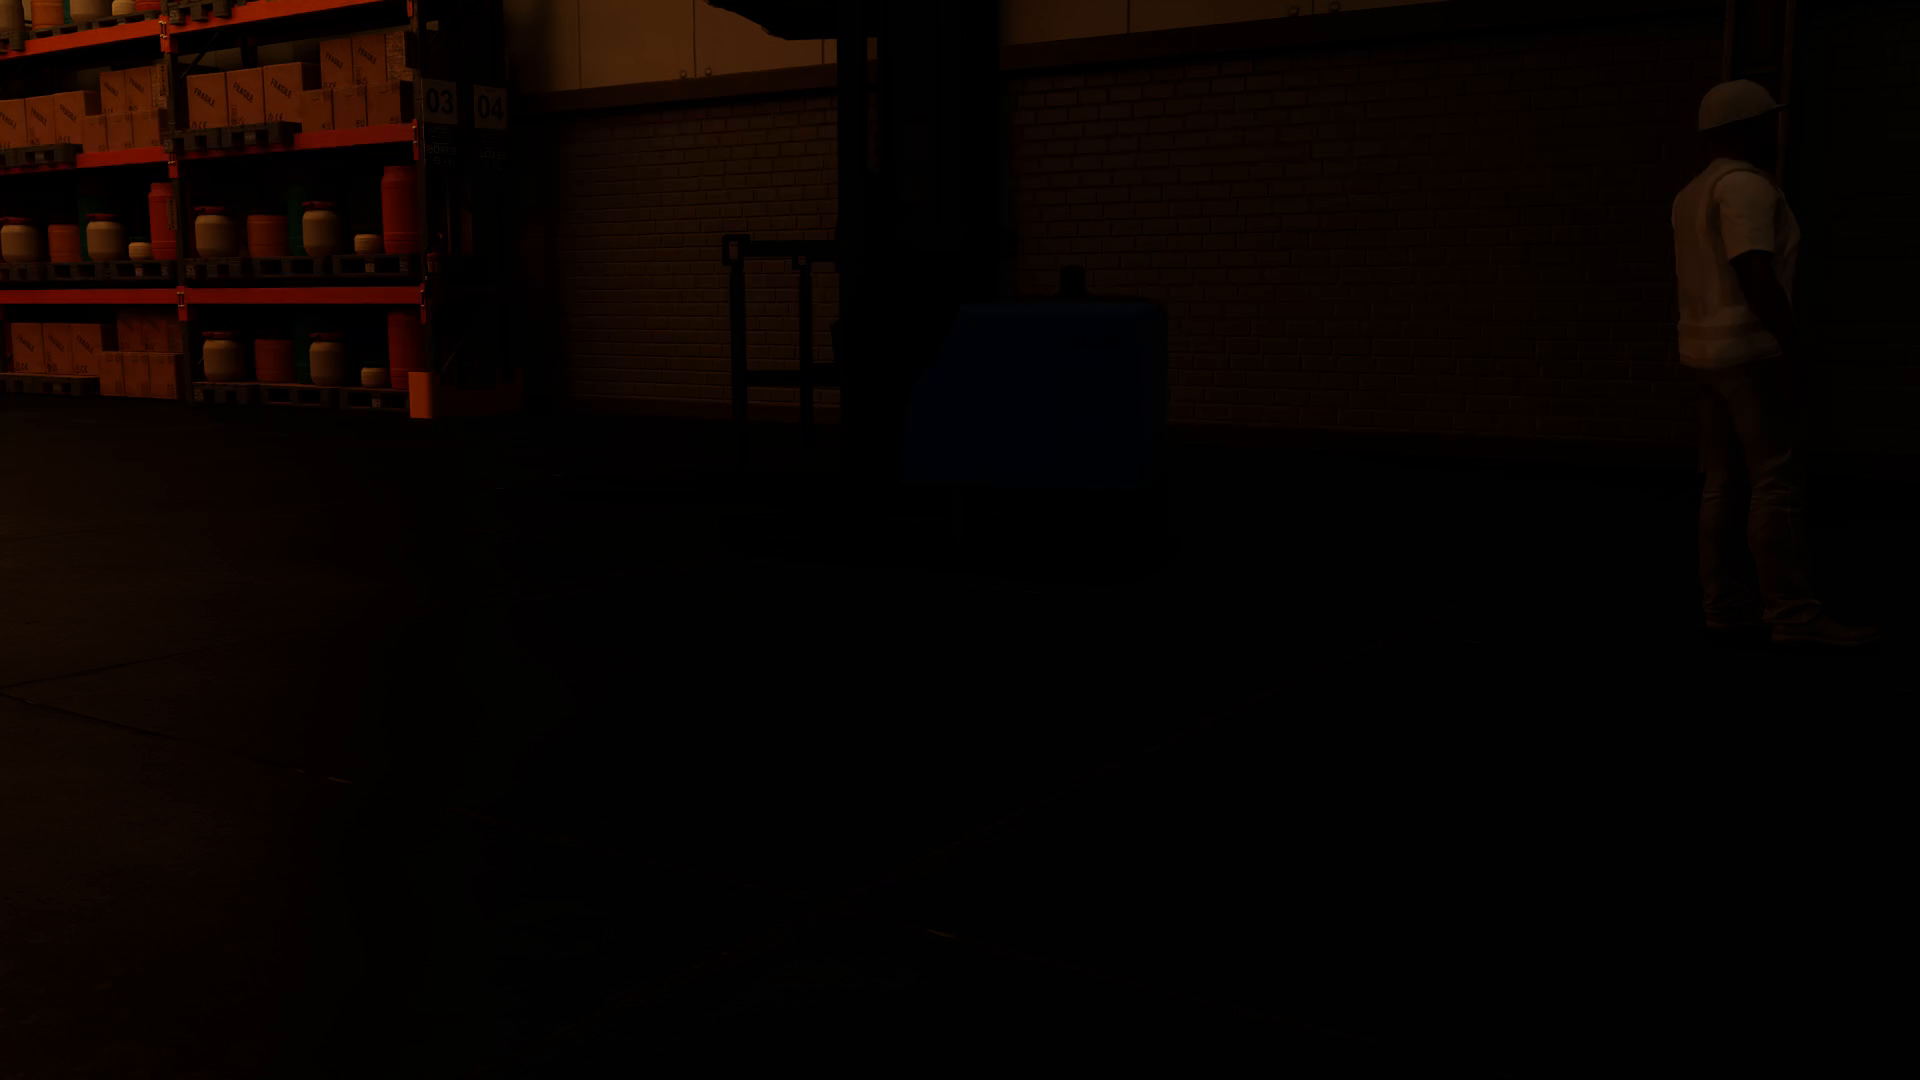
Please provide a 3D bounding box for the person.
[{"bbox_3d":[2.589,-0.576,5.332,0.574,1.768,0.665,0,8,3],"label":"person"}]

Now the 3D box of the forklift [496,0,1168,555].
[{"bbox_3d":[-0.596,-1.469,7.520,3.031,2.935,1.130,2,8,12],"label":"forklift"}]
